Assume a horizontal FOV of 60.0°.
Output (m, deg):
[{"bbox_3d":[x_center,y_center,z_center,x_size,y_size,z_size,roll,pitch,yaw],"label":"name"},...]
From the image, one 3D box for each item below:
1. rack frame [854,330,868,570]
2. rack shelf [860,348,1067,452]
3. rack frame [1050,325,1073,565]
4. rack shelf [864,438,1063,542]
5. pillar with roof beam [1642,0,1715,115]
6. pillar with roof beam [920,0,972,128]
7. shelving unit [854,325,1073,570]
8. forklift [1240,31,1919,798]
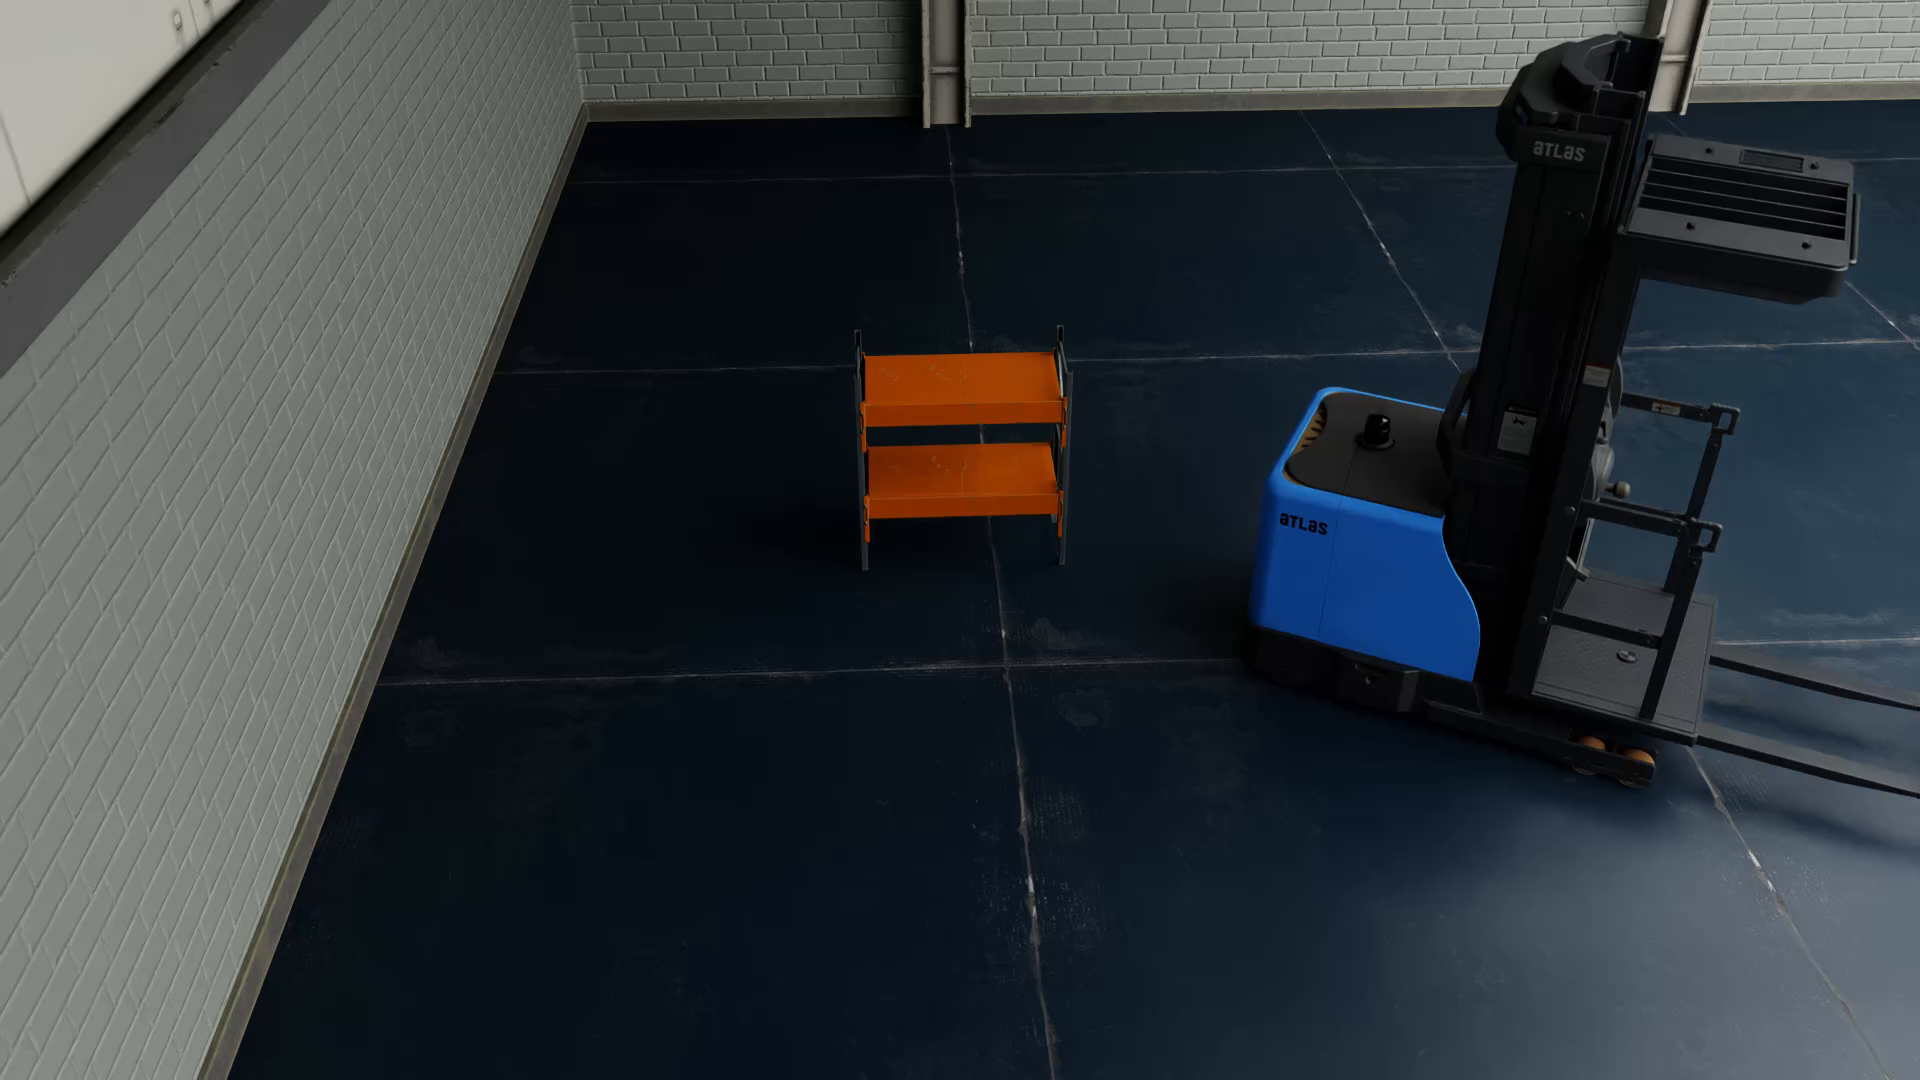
[{"bbox_3d":[-0.501,-0.449,8.447,0.032,1.125,0.500,-2,35,-2],"label":"rack frame"},{"bbox_3d":[0.007,-0.703,8.300,1.000,0.278,0.538,-2,35,-2],"label":"rack shelf"},{"bbox_3d":[0.515,-0.476,8.486,0.032,1.125,0.500,-2,35,-2],"label":"rack frame"},{"bbox_3d":[0.007,-0.262,8.606,1.000,0.278,0.538,-2,35,-2],"label":"rack shelf"},{"bbox_3d":[6.082,-4.899,7.957,0.400,9.000,9.100,-2,35,-2],"label":"pillar with roof beam"},{"bbox_3d":[0.089,-4.737,7.724,0.400,9.000,9.100,-2,35,-2],"label":"pillar with roof beam"},{"bbox_3d":[0.007,-0.463,8.466,1.048,1.125,0.538,-2,35,-2],"label":"shelving unit"},{"bbox_3d":[2.883,-0.476,6.898,3.031,2.935,1.130,15,37,20],"label":"forklift"}]
